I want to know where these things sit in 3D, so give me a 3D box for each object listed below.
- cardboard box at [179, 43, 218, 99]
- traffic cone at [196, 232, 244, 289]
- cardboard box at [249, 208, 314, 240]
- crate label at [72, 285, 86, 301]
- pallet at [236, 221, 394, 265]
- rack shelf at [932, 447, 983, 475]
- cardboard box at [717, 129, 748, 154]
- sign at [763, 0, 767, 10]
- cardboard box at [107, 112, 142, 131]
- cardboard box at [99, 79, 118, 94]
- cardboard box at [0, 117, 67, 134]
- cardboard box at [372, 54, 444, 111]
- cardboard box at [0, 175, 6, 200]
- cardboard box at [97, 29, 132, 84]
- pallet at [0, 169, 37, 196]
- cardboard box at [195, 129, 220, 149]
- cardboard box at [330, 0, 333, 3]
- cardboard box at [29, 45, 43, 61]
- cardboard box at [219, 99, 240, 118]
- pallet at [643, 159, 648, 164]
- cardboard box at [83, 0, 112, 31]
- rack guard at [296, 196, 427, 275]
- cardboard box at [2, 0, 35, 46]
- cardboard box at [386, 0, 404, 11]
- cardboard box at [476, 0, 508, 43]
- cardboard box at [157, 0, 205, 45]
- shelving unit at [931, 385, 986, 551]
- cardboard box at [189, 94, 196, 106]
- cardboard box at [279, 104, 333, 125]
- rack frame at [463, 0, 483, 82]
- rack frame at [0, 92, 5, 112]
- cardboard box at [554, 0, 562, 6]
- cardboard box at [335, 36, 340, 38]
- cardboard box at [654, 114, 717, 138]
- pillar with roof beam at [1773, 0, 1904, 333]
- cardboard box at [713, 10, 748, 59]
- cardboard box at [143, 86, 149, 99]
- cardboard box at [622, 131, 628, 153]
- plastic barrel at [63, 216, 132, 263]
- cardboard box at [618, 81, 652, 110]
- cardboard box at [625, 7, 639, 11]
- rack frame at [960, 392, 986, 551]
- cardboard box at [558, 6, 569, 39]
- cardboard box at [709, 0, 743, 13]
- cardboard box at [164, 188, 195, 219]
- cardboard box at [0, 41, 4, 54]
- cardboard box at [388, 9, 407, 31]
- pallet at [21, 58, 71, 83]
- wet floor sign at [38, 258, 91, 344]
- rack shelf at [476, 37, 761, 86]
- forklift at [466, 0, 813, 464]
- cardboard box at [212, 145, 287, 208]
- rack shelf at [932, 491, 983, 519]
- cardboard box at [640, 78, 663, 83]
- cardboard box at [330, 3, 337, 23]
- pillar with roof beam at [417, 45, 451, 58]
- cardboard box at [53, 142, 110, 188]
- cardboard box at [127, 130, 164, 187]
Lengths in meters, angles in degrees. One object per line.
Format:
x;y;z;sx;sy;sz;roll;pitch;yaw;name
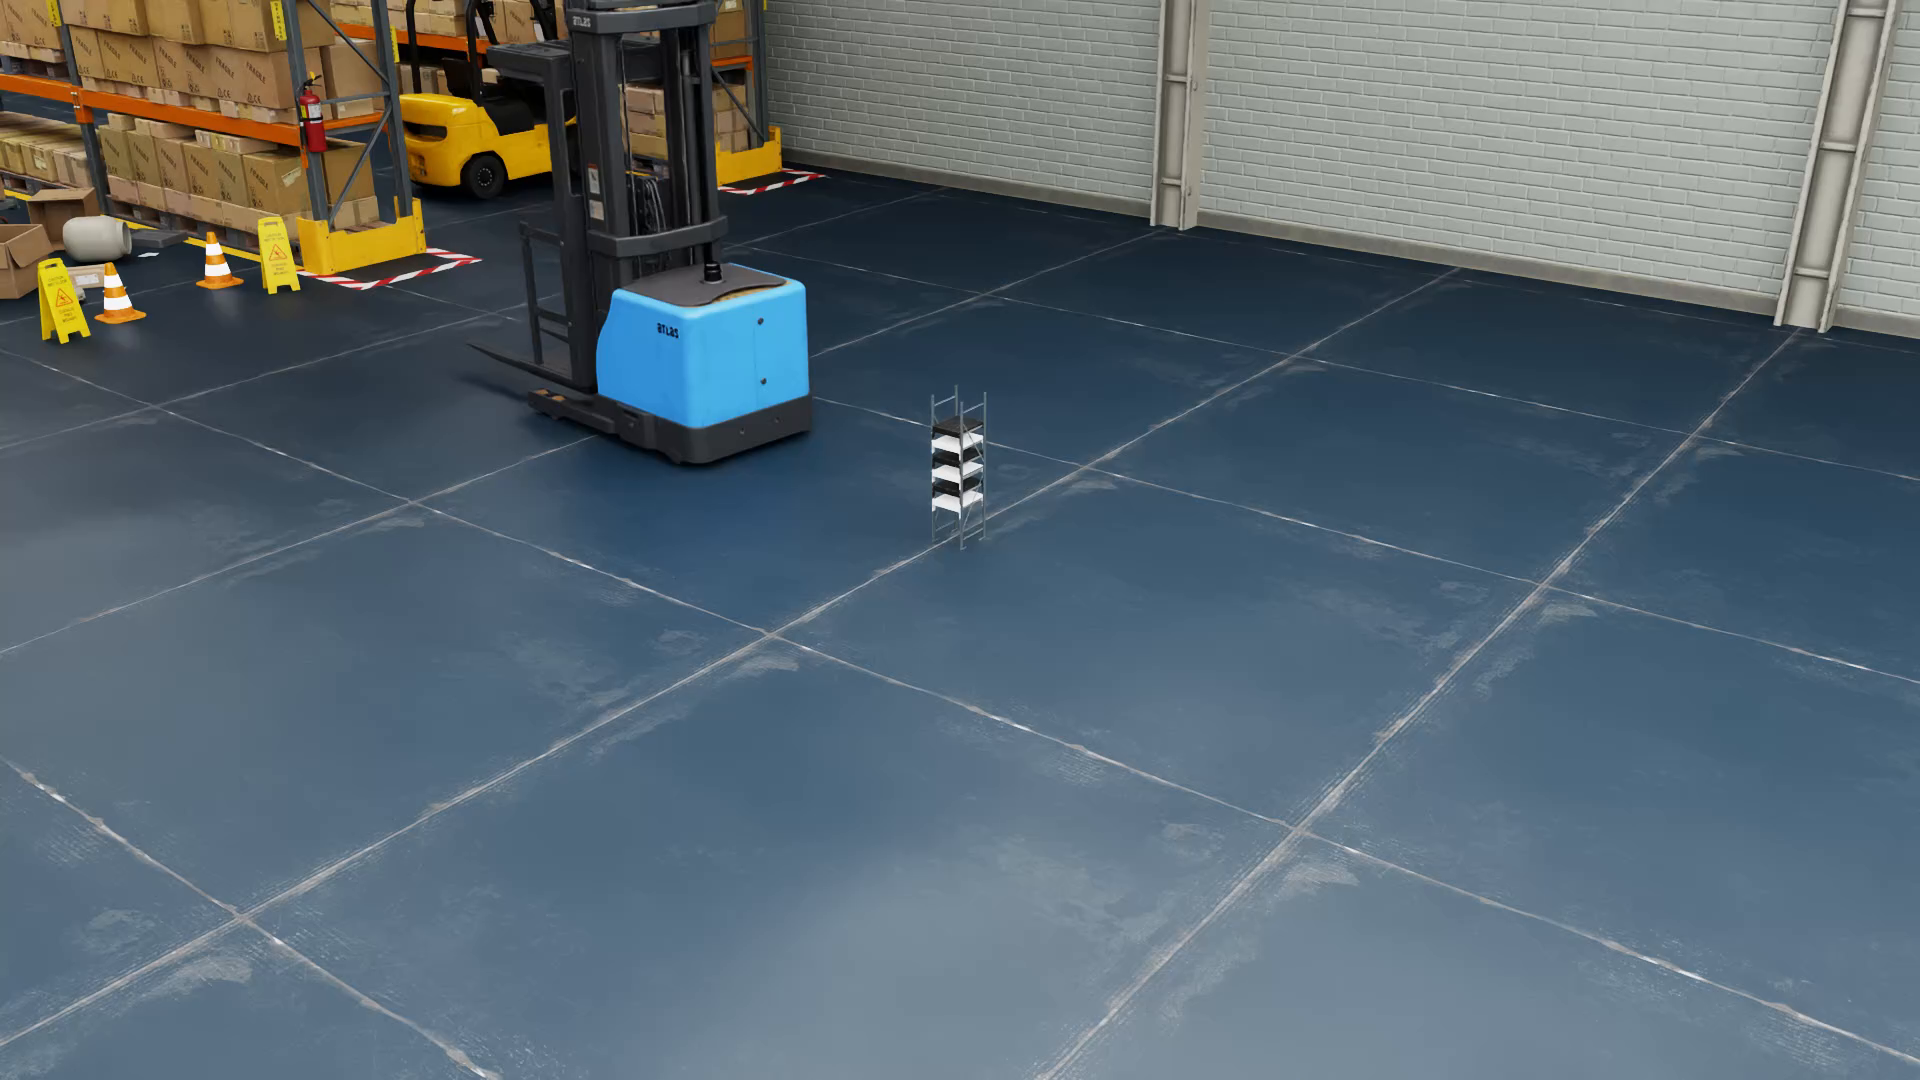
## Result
-6.955;-4.470;15.683;0.500;0.500;0.500;17;29;33;cardboard box
-6.677;-2.528;14.914;0.334;0.463;0.336;17;29;33;traffic cone
-6.386;-3.050;15.841;0.500;0.250;0.500;17;29;33;cardboard box
-7.737;-2.109;14.367;0.298;0.136;0.250;3;24;6;crate label
-6.249;-2.952;16.187;1.213;0.211;1.003;17;29;33;pallet
-0.006;-0.466;9.550;0.200;0.077;0.258;17;29;33;rack shelf
-2.861;-4.720;19.631;0.500;0.250;0.500;17;29;34;cardboard box
-2.247;-6.214;18.961;0.005;0.325;0.100;17;29;33;sign
-8.386;-4.263;16.860;0.250;0.149;0.380;17;29;34;cardboard box
-8.467;-4.630;16.849;0.250;0.149;0.380;18;29;35;cardboard box
-10.919;-4.610;19.231;0.625;0.372;0.950;16;28;32;cardboard box
-7.429;-6.170;22.458;0.625;0.625;0.875;15;28;31;cardboard box
-9.803;-3.590;16.338;0.500;0.500;0.500;17;29;33;cardboard box
-8.159;-4.840;16.523;0.500;0.500;0.500;17;29;33;cardboard box
-10.364;-4.175;18.964;1.213;0.211;1.003;17;29;33;pallet
-7.100;-3.878;15.986;0.250;0.149;0.380;18;30;35;cardboard box
-8.378;-7.391;22.370;0.500;0.250;0.500;18;29;35;cardboard box
-9.538;-5.151;17.511;0.250;0.149;0.380;16;28;32;cardboard box
-6.672;-4.055;15.544;0.250;0.149;0.380;17;29;34;cardboard box
-4.194;-4.794;20.369;1.213;0.211;1.003;17;29;33;pallet
-8.142;-5.301;16.328;0.500;0.500;0.700;17;29;34;cardboard box
-5.620;-2.876;15.657;0.348;0.500;1.175;17;29;33;rack guard
-9.665;-5.500;17.499;0.500;0.500;0.500;17;29;34;cardboard box
-7.154;-7.015;21.517;0.500;0.250;0.500;17;29;34;cardboard box
-5.587;-6.425;20.489;0.500;0.500;0.500;16;28;32;cardboard box
-6.969;-4.909;15.438;0.500;0.500;0.700;16;29;33;cardboard box
-0.006;-0.414;9.573;0.210;0.900;0.258;17;29;33;shelving unit
-7.198;-4.284;16.064;0.250;0.149;0.380;17;29;33;cardboard box
-5.987;-3.908;15.211;0.250;0.149;0.380;18;29;35;cardboard box
-5.786;-6.571;20.943;0.127;3.000;1.000;17;29;33;rack frame
-11.961;-5.936;19.502;0.127;3.000;1.000;17;29;33;rack frame
-4.682;-6.433;19.701;0.250;0.149;0.380;16;28;32;cardboard box
-6.188;-4.512;15.776;0.500;0.500;0.500;18;29;35;cardboard box
-3.162;-4.783;19.155;0.500;0.250;0.500;16;29;33;cardboard box
4.419;-4.517;8.842;0.400;9.000;9.100;17;29;33;pillar with roof beam
-2.815;-5.859;19.203;0.500;0.500;0.500;18;29;35;cardboard box
-7.827;-4.450;16.441;0.250;0.149;0.380;17;29;33;cardboard box
-3.938;-4.797;19.805;0.500;0.250;0.500;17;29;34;cardboard box
-8.120;-2.833;15.656;0.512;0.421;0.421;-5;24;-12;plastic barrel
-3.962;-5.246;19.586;0.500;0.250;0.500;17;29;34;cardboard box
-3.615;-6.138;19.032;0.250;0.149;0.380;17;29;33;cardboard box
0.075;-0.389;9.517;0.006;0.900;0.240;17;29;33;rack frame
-4.365;-6.054;19.646;0.500;0.500;0.500;17;29;34;cardboard box
-2.701;-6.112;18.973;0.250;0.149;0.380;16;28;32;cardboard box
-7.590;-3.420;16.681;0.500;0.250;0.500;16;29;33;cardboard box
-10.145;-5.333;17.923;0.250;0.149;0.380;17;29;33;cardboard box
-7.131;-6.790;21.626;0.500;0.250;0.500;17;29;34;cardboard box
-9.284;-5.113;17.871;1.213;0.211;1.003;17;29;33;pallet
-7.236;-1.934;13.340;0.232;0.644;0.267;12;26;24;wet floor sign
-4.185;-5.758;19.991;4.000;0.370;1.077;17;29;33;rack shelf
-2.421;-2.321;11.383;3.031;2.935;1.130;21;31;39;forklift
-6.776;-3.513;15.963;0.500;0.500;0.500;18;30;35;cardboard box
-0.006;-0.219;9.659;0.200;0.077;0.258;17;29;33;rack shelf
-3.652;-5.417;19.973;0.500;0.250;0.500;17;29;33;cardboard box
-8.379;-7.160;22.467;0.500;0.250;0.500;16;28;32;cardboard box
-9.985;-8.870;18.721;0.400;9.000;9.100;17;29;33;pillar with roof beam
-9.181;-4.084;18.038;0.625;0.372;0.950;17;29;34;cardboard box
-8.014;-3.890;16.819;0.500;0.500;0.500;18;30;35;cardboard box
